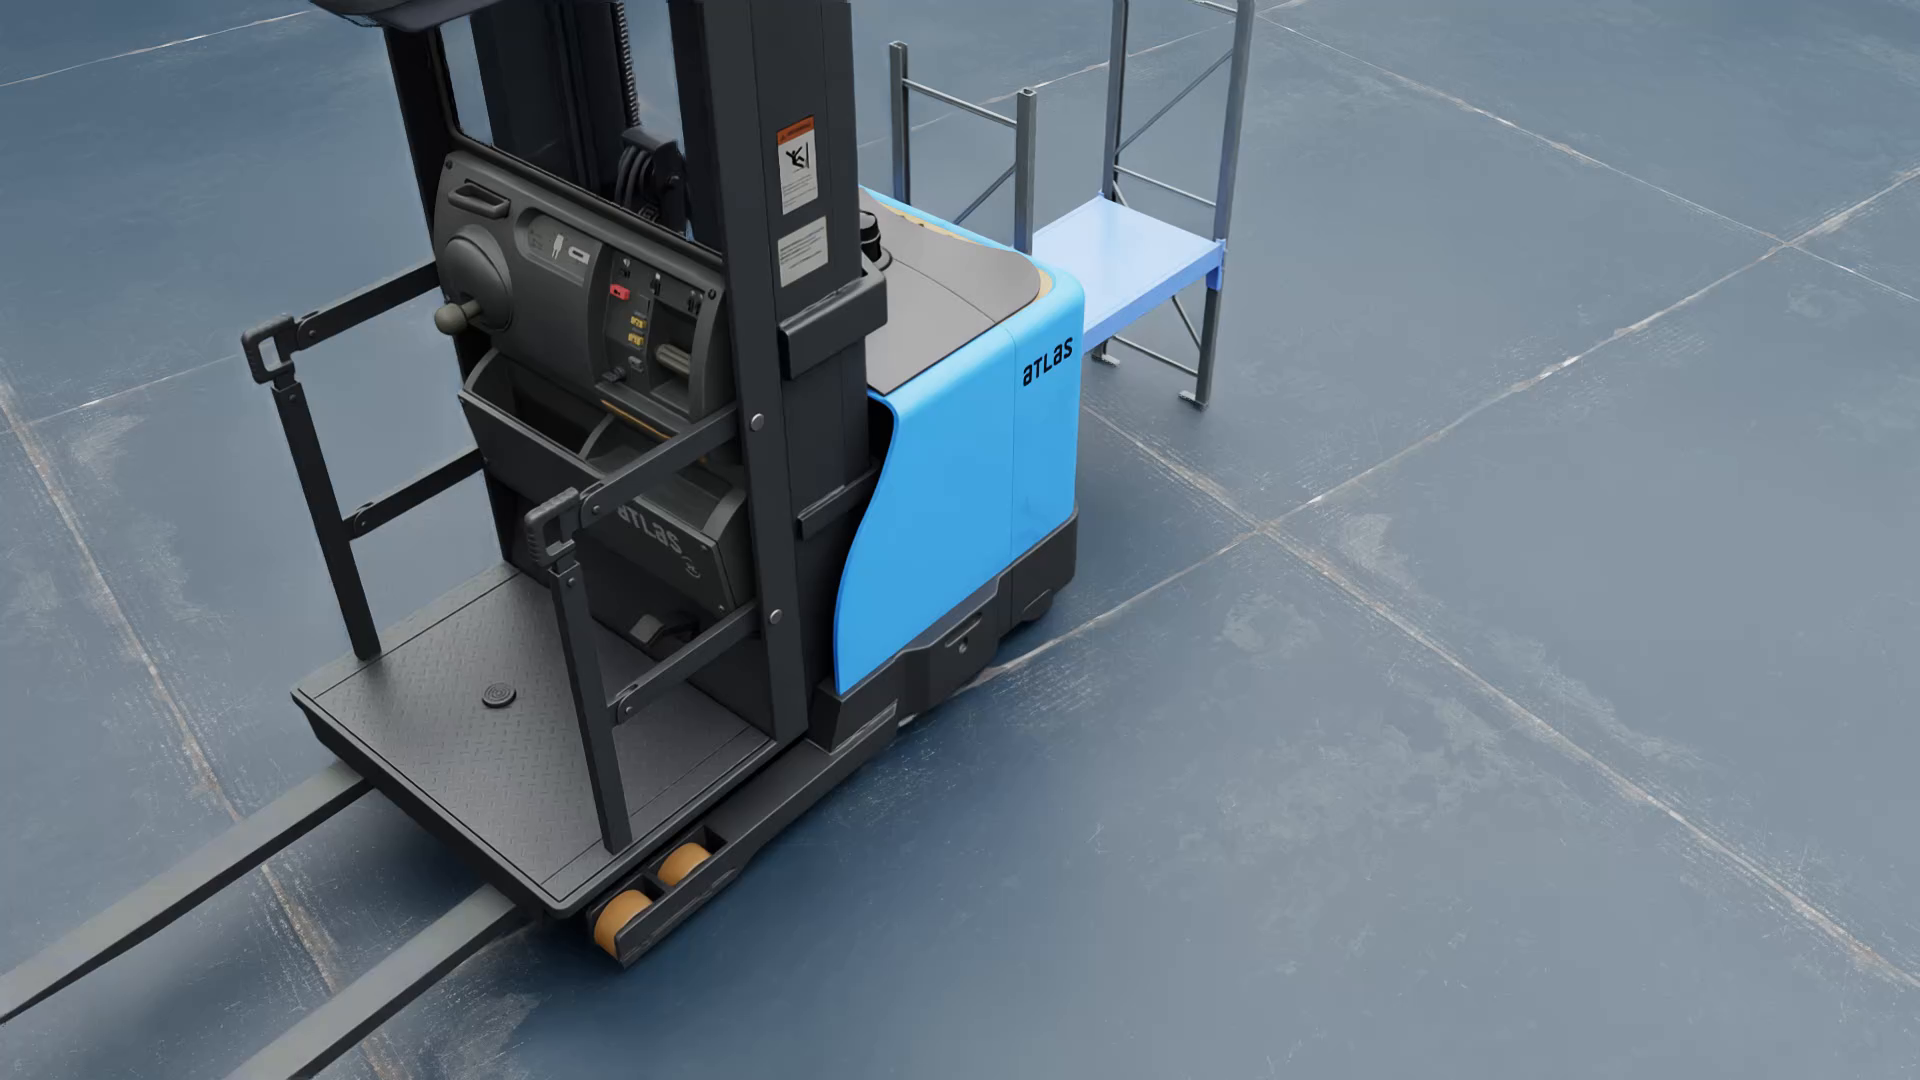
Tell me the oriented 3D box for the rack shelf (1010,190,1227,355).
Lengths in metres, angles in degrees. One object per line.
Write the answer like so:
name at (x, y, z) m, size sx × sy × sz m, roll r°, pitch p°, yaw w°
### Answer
rack shelf at (0.341, -0.777, 5.298) m, size 0.538 × 0.185 × 1.000 m, roll 29°, pitch 48°, yaw 31°

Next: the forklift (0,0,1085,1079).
forklift at (-0.990, -0.485, 3.530) m, size 1.130 × 2.935 × 3.031 m, roll 28°, pitch 47°, yaw 30°

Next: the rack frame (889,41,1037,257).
rack frame at (0.003, -0.675, 4.890) m, size 0.500 × 1.500 × 0.032 m, roll 29°, pitch 48°, yaw 31°

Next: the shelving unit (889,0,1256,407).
shelving unit at (0.341, -0.916, 5.184) m, size 0.538 × 1.500 × 1.048 m, roll 29°, pitch 48°, yaw 31°

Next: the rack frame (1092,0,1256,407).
rack frame at (0.679, -1.157, 5.477) m, size 0.500 × 1.500 × 0.032 m, roll 29°, pitch 48°, yaw 31°
